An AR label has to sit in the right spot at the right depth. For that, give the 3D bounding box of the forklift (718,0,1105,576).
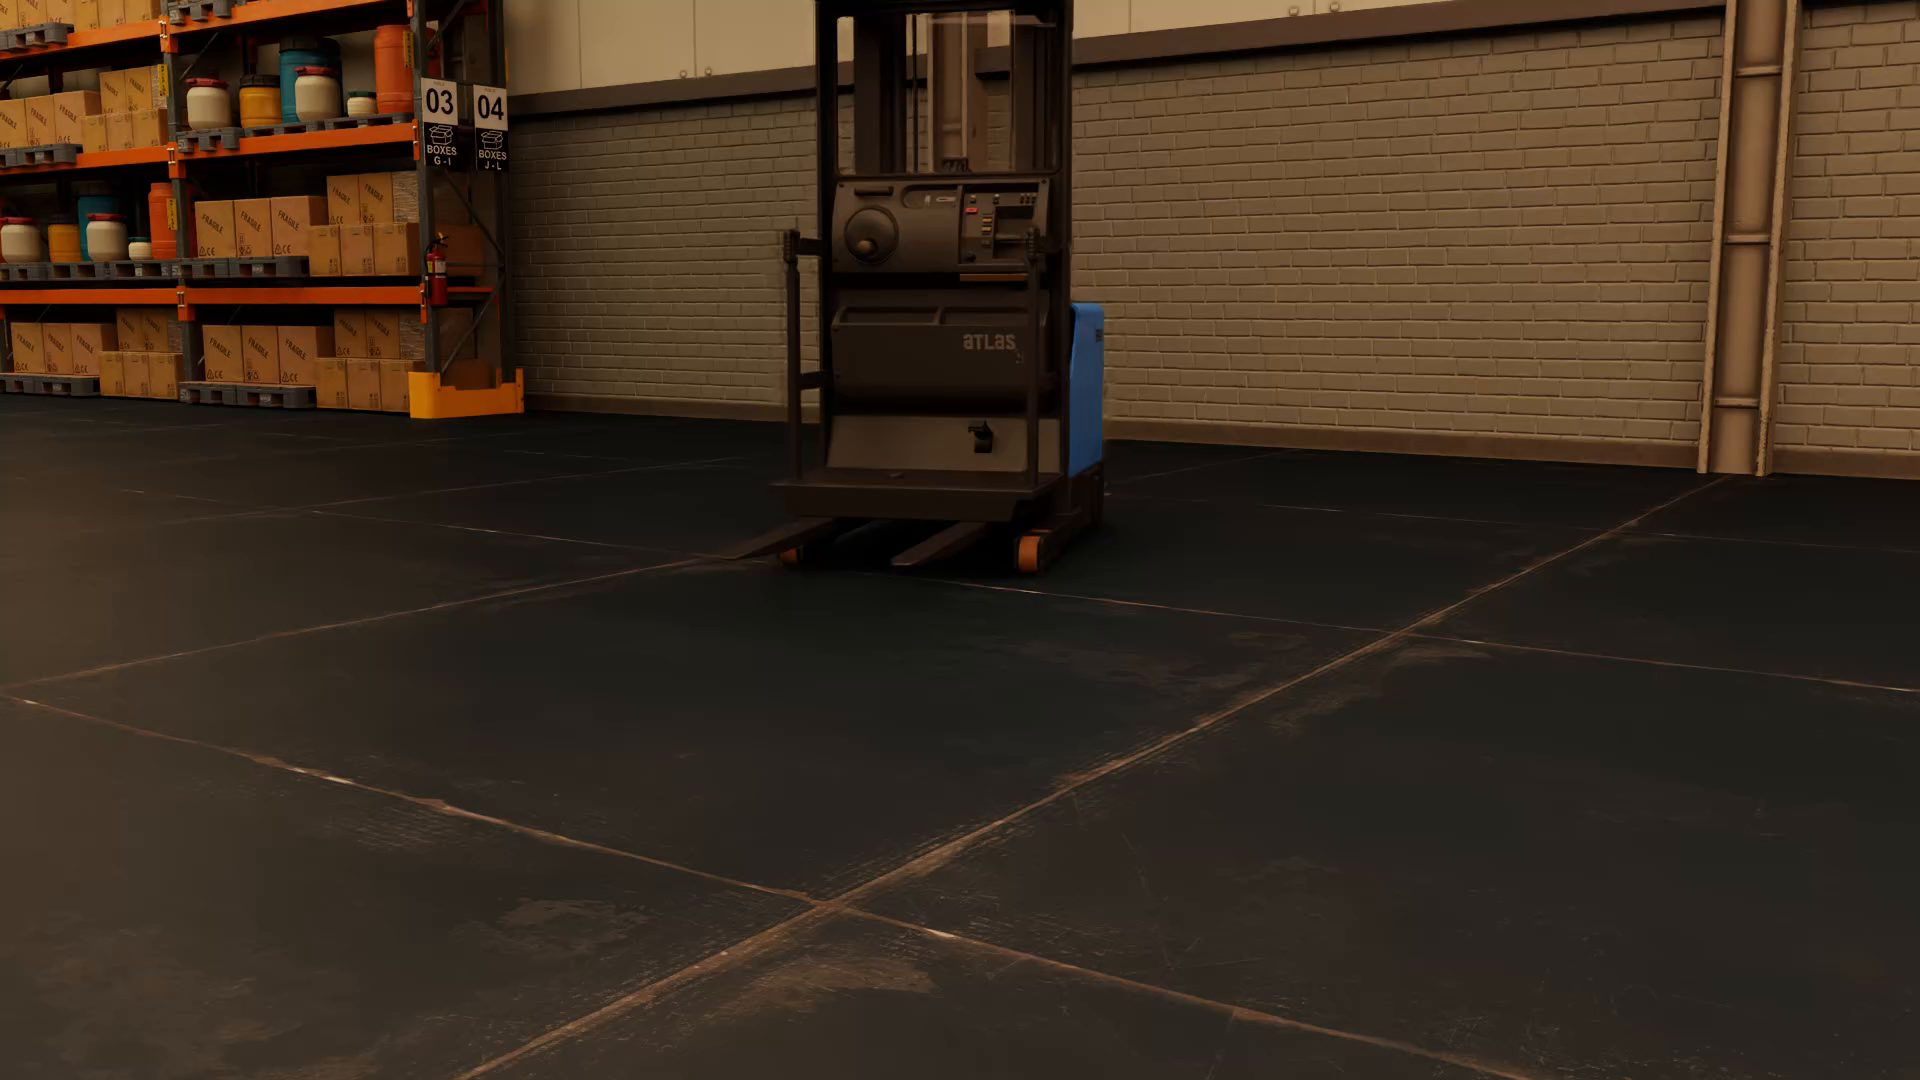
[{"bbox_3d":[-0.133,-1.366,6.802,1.130,2.935,3.031,2,8,14],"label":"forklift"}]
